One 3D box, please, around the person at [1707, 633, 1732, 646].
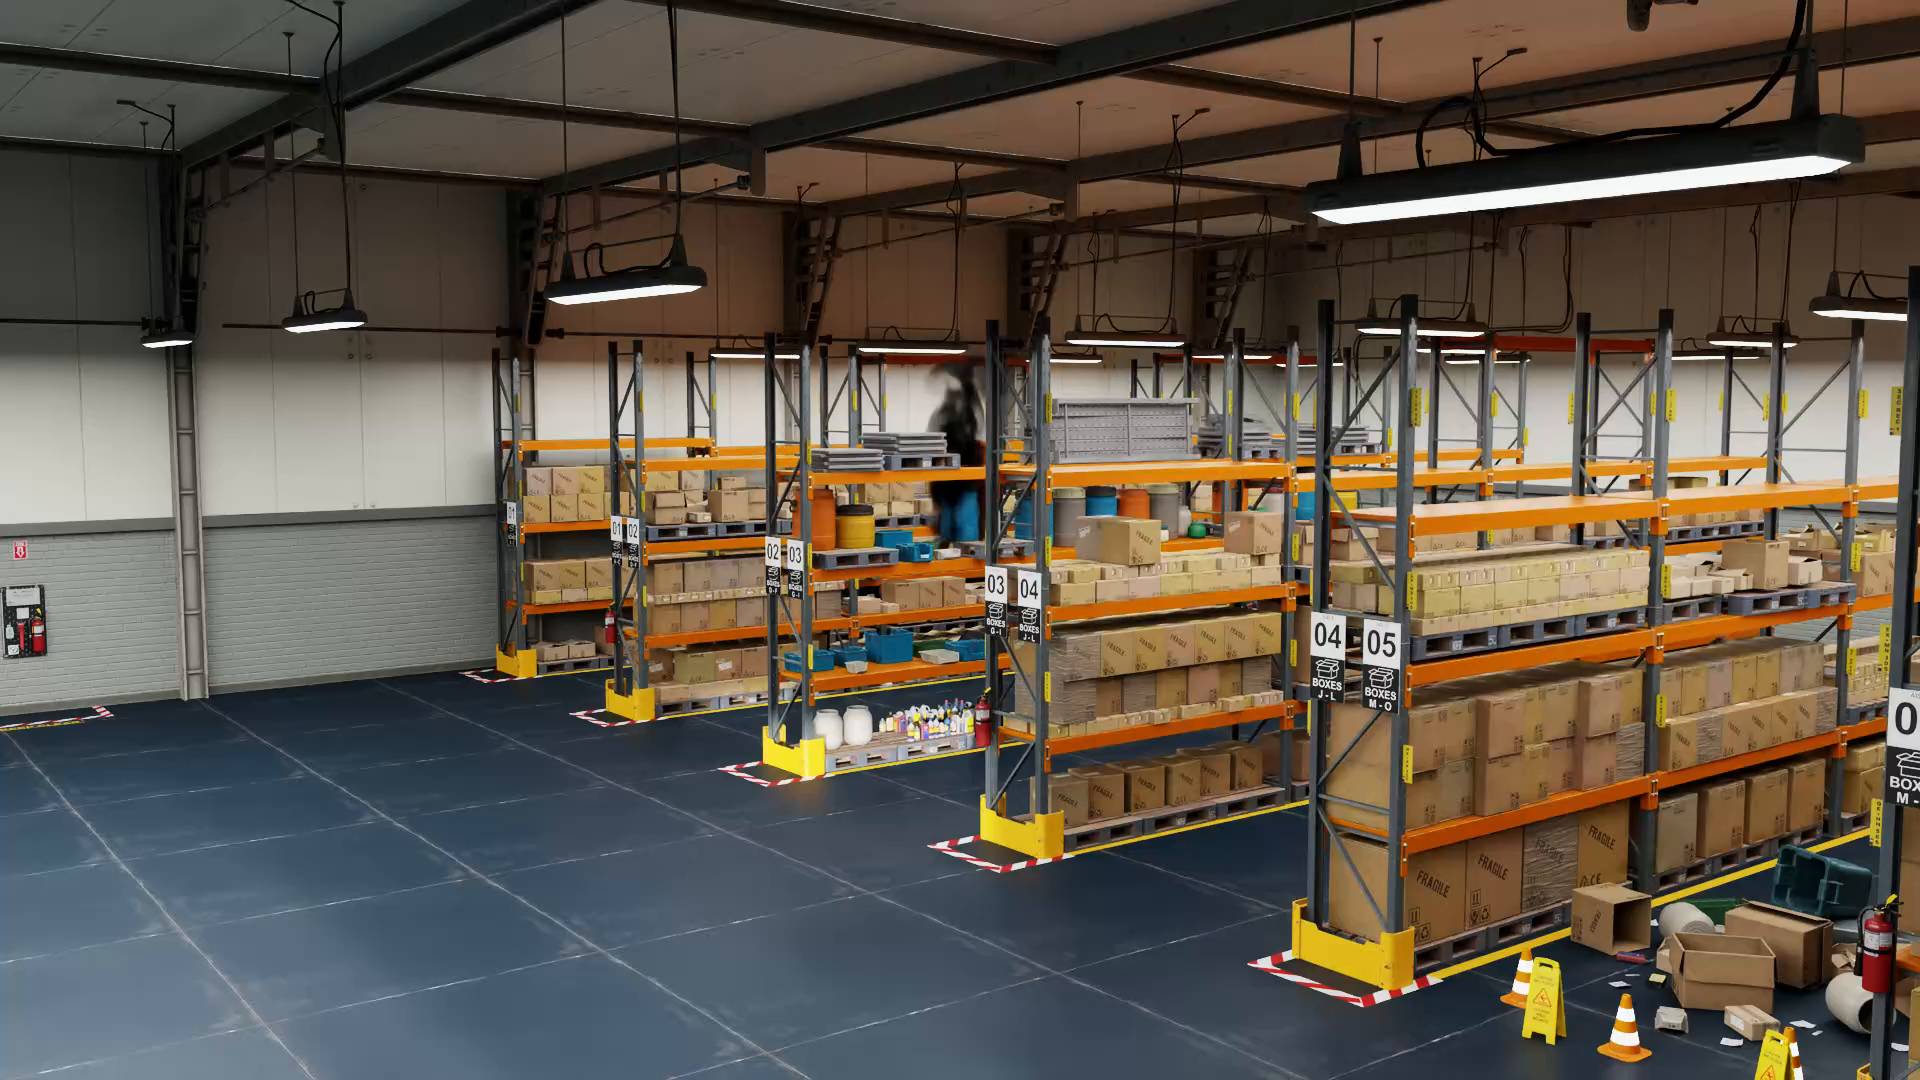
[{"bbox_3d":[11.549,2.120,25.254,0.585,1.682,0.661,-3,6,-32],"label":"person"}]
